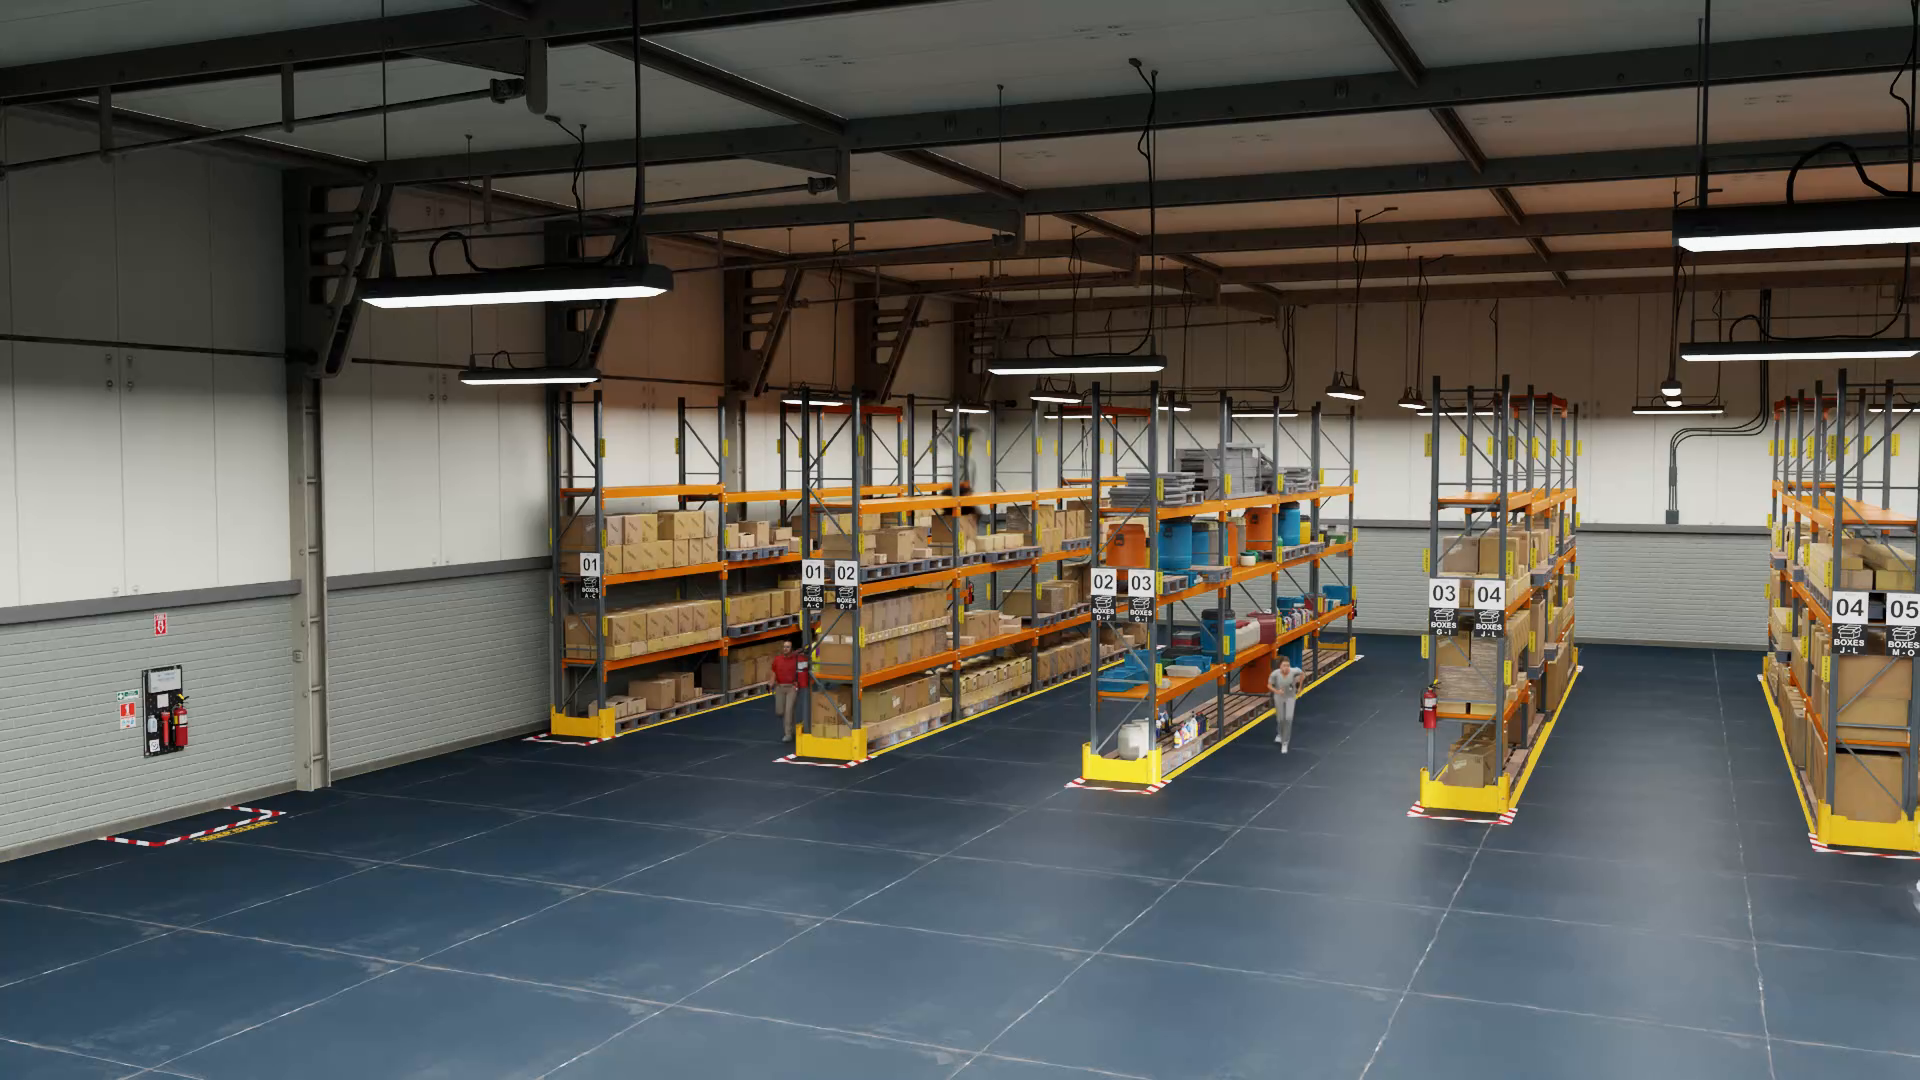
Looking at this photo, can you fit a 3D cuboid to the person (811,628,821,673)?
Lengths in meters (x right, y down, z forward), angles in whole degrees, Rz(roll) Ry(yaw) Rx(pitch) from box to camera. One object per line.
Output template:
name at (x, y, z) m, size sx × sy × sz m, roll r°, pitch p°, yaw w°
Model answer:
person at (-2.505, 2.033, 30.079) m, size 0.678 × 0.883 × 0.369 m, roll 1°, pitch 3°, yaw 21°

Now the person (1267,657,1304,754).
person at (5.400, 2.705, 27.669) m, size 0.605 × 1.626 × 0.951 m, roll 0°, pitch 3°, yaw 6°

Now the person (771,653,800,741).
person at (-2.963, 2.683, 28.689) m, size 0.636 × 1.492 × 0.670 m, roll 1°, pitch 3°, yaw 11°
